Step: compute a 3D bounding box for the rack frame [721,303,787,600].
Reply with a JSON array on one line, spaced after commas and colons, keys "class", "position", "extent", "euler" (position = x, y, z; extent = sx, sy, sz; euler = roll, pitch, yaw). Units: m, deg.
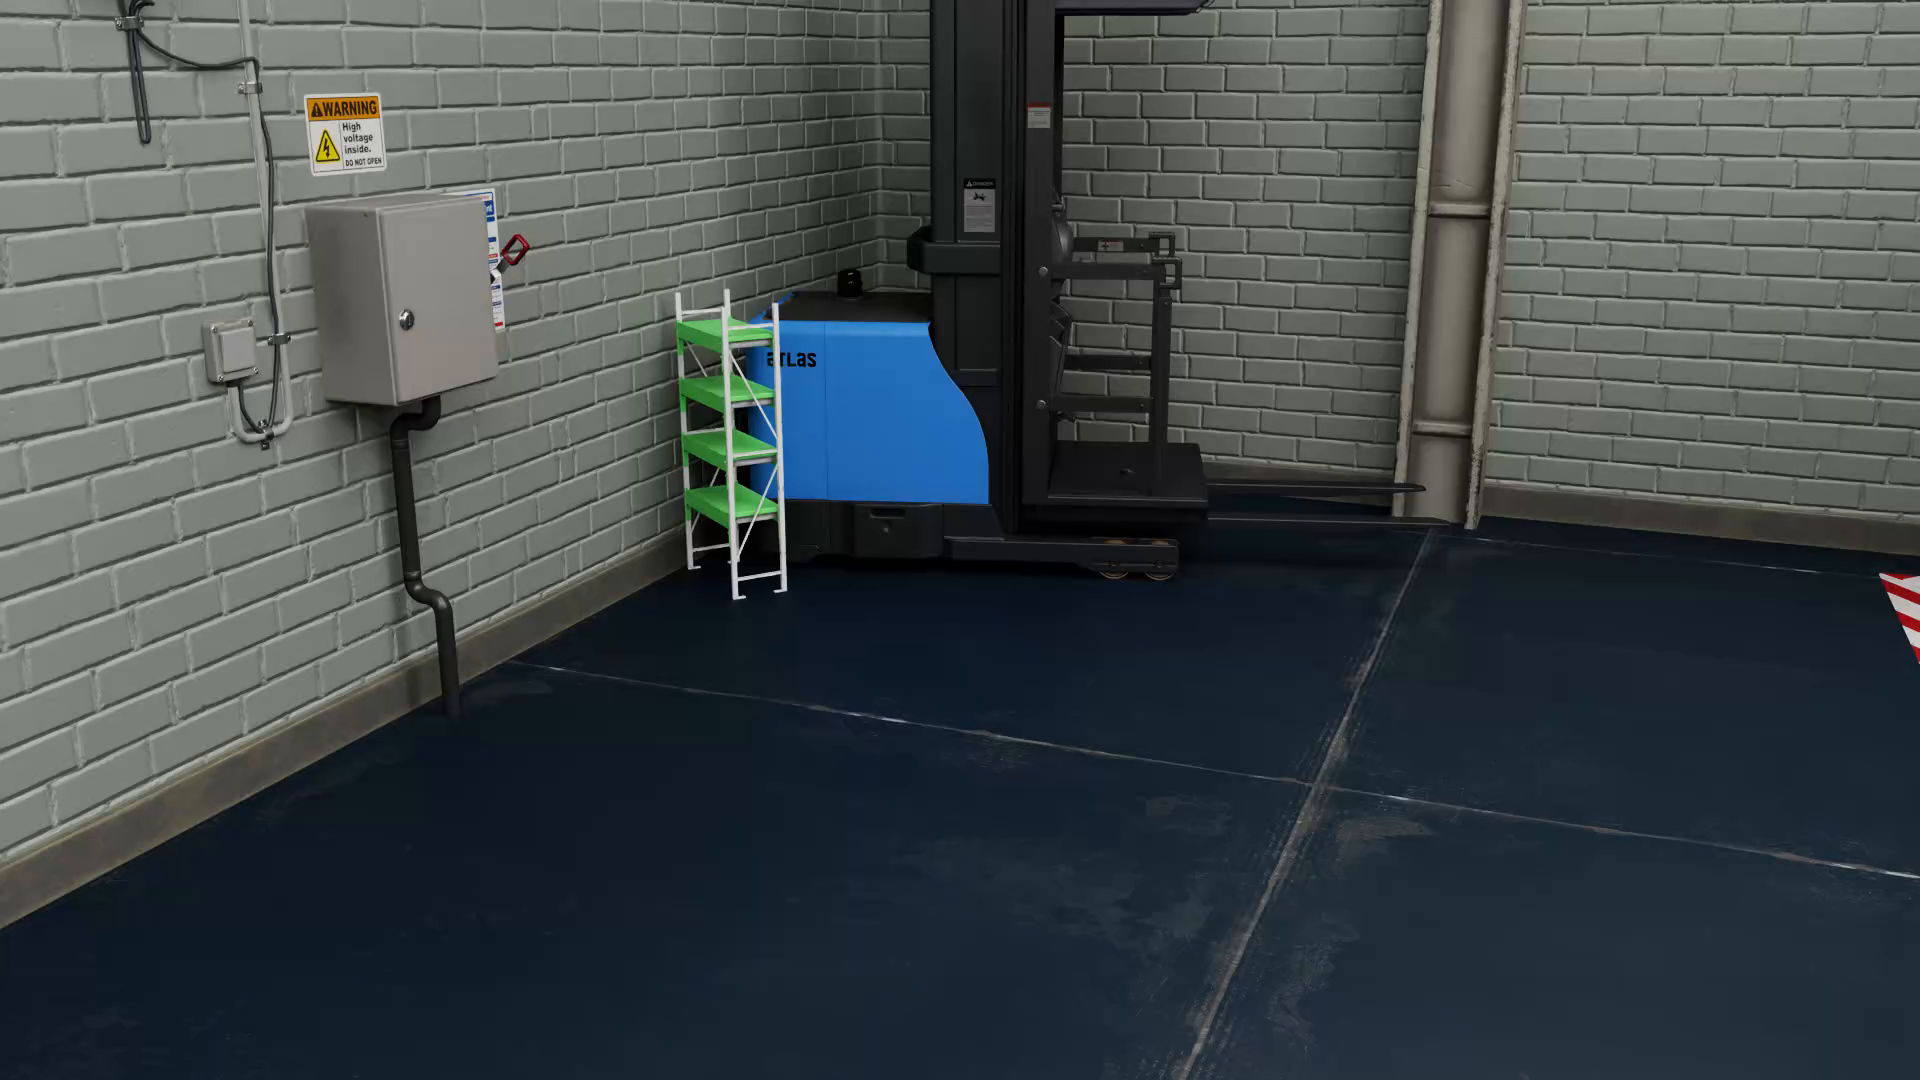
[{"class": "rack frame", "position": [-0.829, -0.348, 6.721], "extent": [0.240, 1.200, 0.015], "euler": [-9, 19, -29]}]

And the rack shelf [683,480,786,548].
[{"class": "rack shelf", "position": [-0.954, -0.115, 7.007], "extent": [0.258, 0.148, 0.480], "euler": [-9, 19, -29]}]

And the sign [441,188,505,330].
[{"class": "sign", "position": [-1.695, -0.957, 5.760], "extent": [0.001, 0.494, 0.329], "euler": [6, 17, 21]}]

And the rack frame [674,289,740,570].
[{"class": "rack frame", "position": [-1.079, -0.465, 7.124], "extent": [0.240, 1.200, 0.015], "euler": [-9, 19, -29]}]

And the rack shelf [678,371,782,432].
[{"class": "rack shelf", "position": [-0.954, -0.576, 6.873], "extent": [0.258, 0.148, 0.480], "euler": [-9, 19, -29]}]

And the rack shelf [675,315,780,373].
[{"class": "rack shelf", "position": [-0.954, -0.806, 6.806], "extent": [0.258, 0.148, 0.480], "euler": [-9, 19, -29]}]

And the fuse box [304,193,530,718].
[{"class": "fuse box", "position": [-1.683, -0.234, 5.412], "extent": [0.414, 1.711, 0.539], "euler": [6, 17, 21]}]

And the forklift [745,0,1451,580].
[{"class": "forklift", "position": [0.620, -1.391, 7.208], "extent": [3.031, 2.935, 1.130], "euler": [2, 16, 5]}]

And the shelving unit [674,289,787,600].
[{"class": "shelving unit", "position": [-0.954, -0.407, 6.922], "extent": [0.258, 1.200, 0.503], "euler": [-9, 19, -29]}]

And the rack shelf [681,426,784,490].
[{"class": "rack shelf", "position": [-0.954, -0.345, 6.940], "extent": [0.258, 0.148, 0.480], "euler": [-9, 19, -29]}]

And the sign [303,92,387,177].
[{"class": "sign", "position": [-1.896, -1.257, 5.141], "extent": [0.001, 0.242, 0.339], "euler": [6, 17, 21]}]

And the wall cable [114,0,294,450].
[{"class": "wall cable", "position": [-2.080, -1.180, 4.536], "extent": [0.122, 1.984, 0.588], "euler": [6, 17, 21]}]

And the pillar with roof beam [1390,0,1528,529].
[{"class": "pillar with roof beam", "position": [0.725, -3.314, 2.950], "extent": [0.400, 9.000, 9.100], "euler": [6, 17, 21]}]
